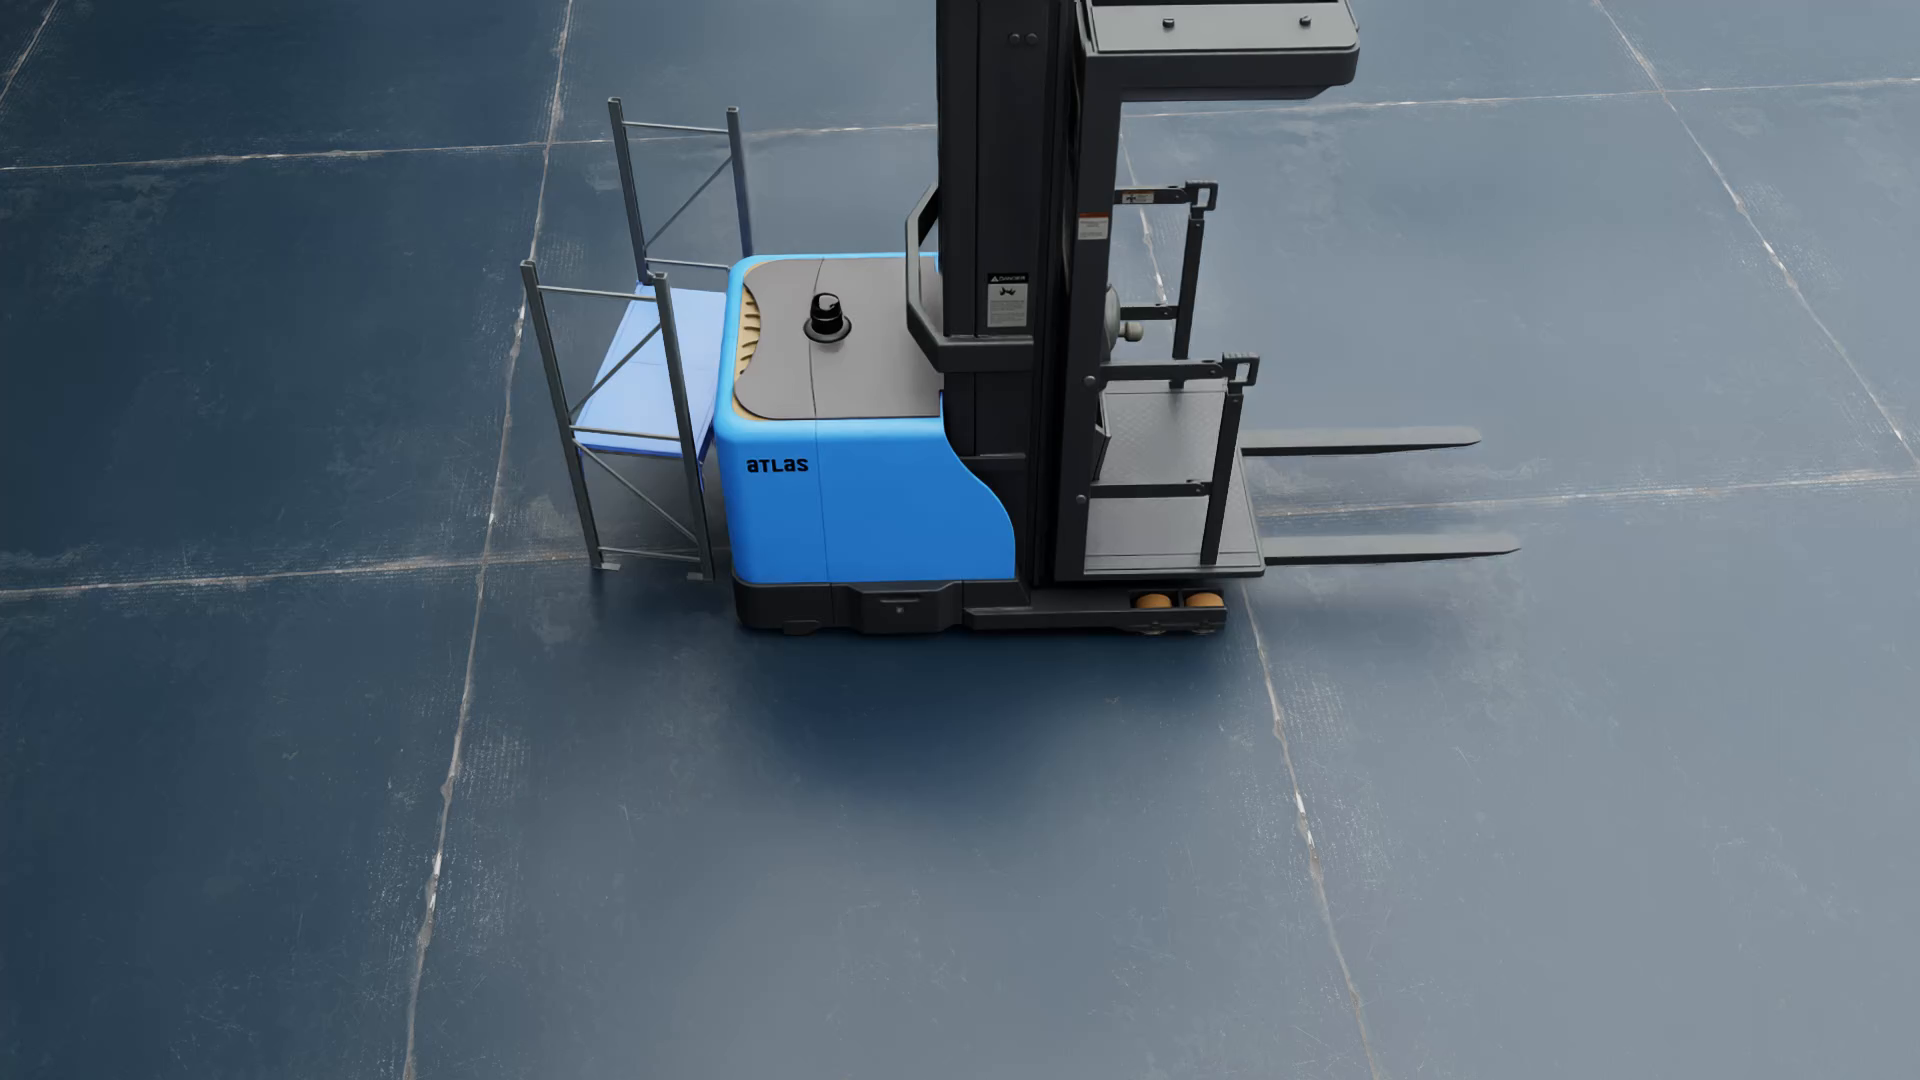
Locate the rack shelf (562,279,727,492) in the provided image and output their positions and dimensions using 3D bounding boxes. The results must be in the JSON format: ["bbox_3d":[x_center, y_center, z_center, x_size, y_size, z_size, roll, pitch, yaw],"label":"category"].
[{"bbox_3d":[-1.148,-0.628,6.560,0.538,0.185,1.000,6,47,6],"label":"rack shelf"}]

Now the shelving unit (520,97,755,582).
[{"bbox_3d":[-1.148,-0.752,6.429,0.538,1.500,1.048,6,47,6],"label":"shelving unit"}]

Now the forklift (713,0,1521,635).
[{"bbox_3d":[0.641,-1.031,5.708,3.031,2.935,1.130,-1,47,-1],"label":"forklift"}]

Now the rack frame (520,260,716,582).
[{"bbox_3d":[-1.221,-0.387,6.083,0.500,1.500,0.032,6,47,6],"label":"rack frame"}]

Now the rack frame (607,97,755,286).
[{"bbox_3d":[-1.075,-1.117,6.775,0.500,1.500,0.032,6,47,6],"label":"rack frame"}]
